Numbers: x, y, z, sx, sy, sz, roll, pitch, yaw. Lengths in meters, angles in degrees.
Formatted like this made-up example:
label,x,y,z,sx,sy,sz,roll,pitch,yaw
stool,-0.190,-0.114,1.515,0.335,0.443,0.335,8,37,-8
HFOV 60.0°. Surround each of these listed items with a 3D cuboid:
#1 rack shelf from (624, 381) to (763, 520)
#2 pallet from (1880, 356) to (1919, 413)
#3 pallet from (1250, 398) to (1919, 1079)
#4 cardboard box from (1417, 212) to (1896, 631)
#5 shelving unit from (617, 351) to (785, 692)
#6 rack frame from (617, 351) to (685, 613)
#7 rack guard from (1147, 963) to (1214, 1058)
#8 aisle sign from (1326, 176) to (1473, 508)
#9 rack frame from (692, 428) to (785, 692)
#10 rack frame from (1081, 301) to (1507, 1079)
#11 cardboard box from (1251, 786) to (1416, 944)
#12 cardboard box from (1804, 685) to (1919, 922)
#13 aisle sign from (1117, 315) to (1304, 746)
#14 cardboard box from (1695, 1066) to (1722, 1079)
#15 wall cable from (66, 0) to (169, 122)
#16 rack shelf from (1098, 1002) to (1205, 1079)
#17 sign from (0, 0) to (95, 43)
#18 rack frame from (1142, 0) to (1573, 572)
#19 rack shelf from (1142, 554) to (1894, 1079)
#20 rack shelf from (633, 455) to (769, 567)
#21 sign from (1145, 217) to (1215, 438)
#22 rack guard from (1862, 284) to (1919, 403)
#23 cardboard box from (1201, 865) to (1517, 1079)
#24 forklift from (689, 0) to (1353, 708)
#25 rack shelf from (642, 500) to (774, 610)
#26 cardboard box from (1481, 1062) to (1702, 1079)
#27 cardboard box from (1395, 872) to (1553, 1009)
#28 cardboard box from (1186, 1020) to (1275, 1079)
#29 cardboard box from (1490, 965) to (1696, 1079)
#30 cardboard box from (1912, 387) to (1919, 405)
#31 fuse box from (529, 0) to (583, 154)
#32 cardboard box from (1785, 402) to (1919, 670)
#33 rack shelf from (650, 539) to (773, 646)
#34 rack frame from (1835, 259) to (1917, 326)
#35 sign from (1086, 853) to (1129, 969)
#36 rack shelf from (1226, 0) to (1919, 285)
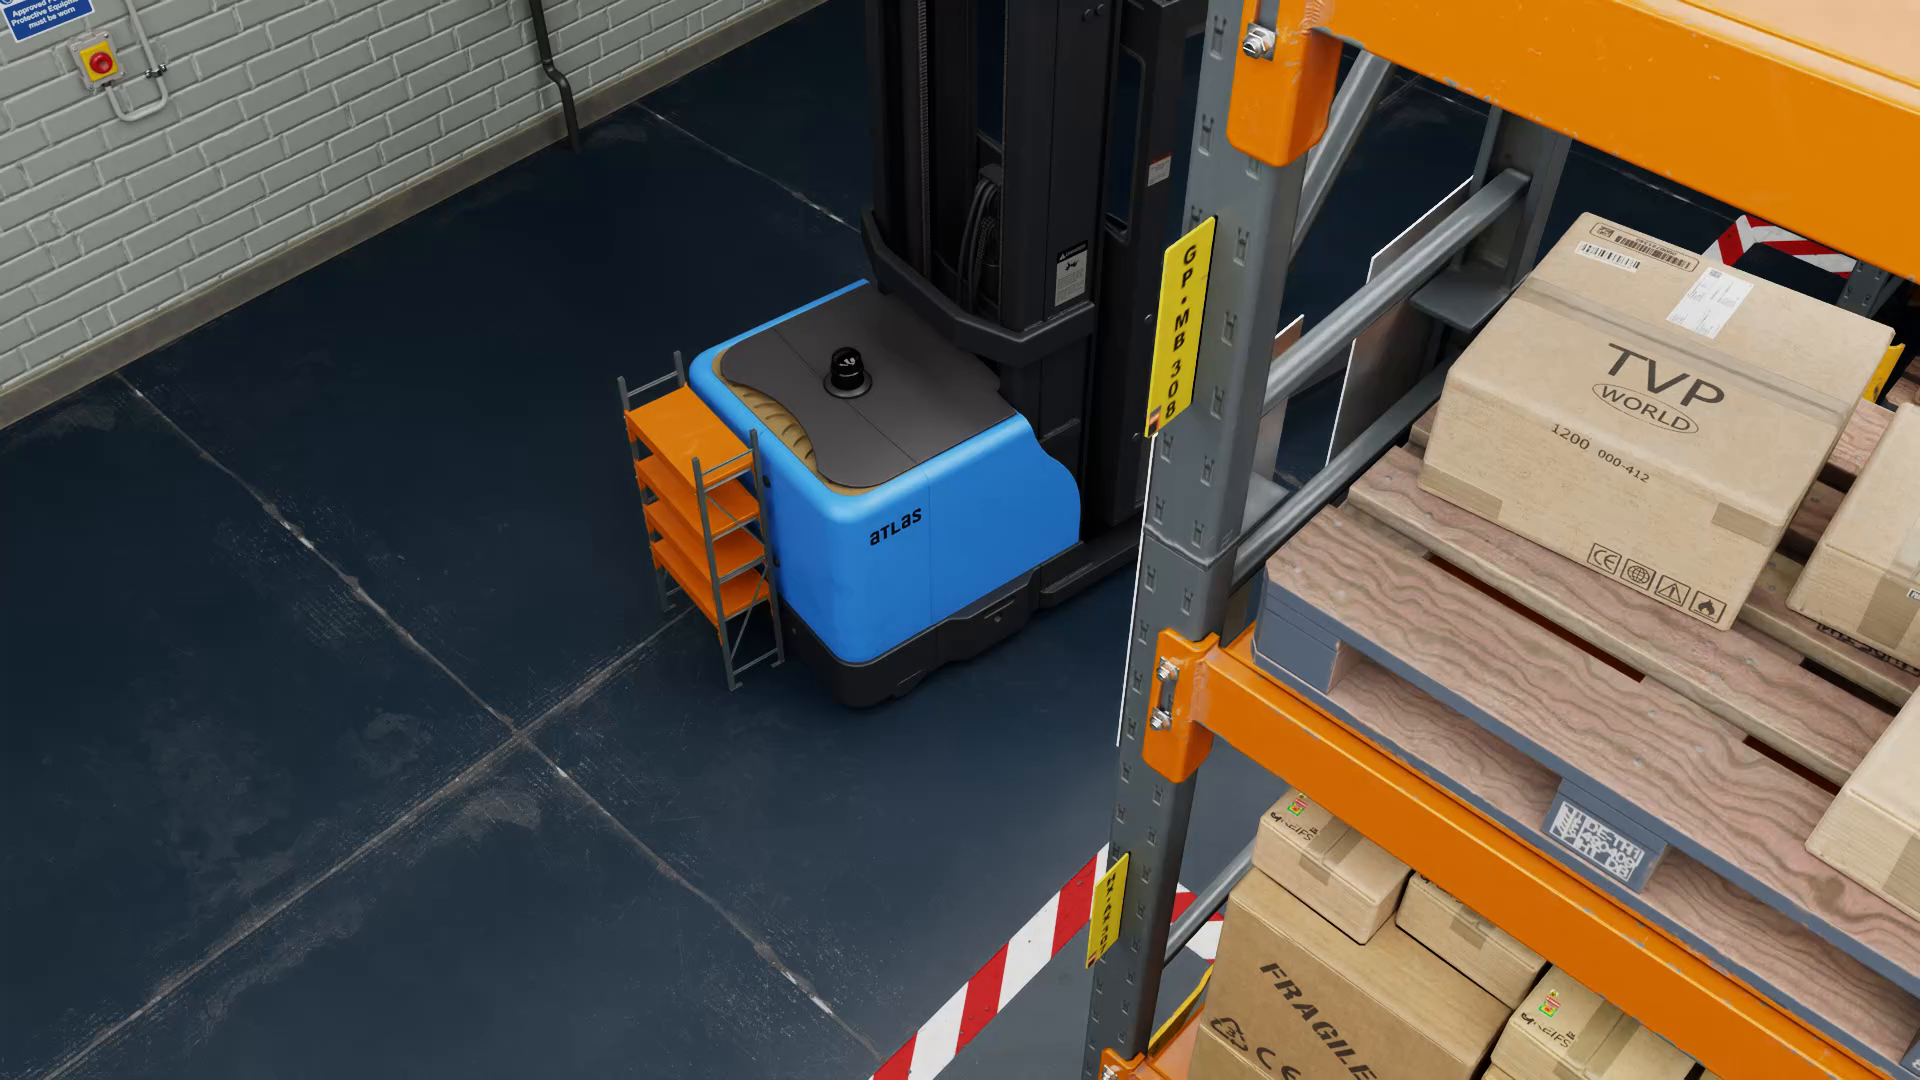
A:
label,x,y,z,sx,sy,sz,roll,pitch,yaw
rack shelf,-0.912,-0.311,5.680,0.258,0.148,0.480,-29,53,-24
pallet,4.682,-0.497,7.072,1.213,0.211,1.003,34,55,28
pallet,1.228,0.143,2.562,1.213,0.211,1.003,34,55,28
cardboard box,1.068,-0.201,2.570,0.500,0.250,0.500,29,53,25
shelving unit,-0.912,-0.042,5.966,0.258,1.200,0.503,-29,53,-24
rack frame,-1.059,-0.184,6.099,0.240,1.200,0.015,-29,53,-24
rack guard,0.658,1.622,4.884,0.348,0.500,1.175,34,55,28
aisle sign,0.833,-0.314,3.204,0.004,0.787,0.394,34,55,28
rack frame,-0.764,0.100,5.833,0.240,1.200,0.015,-29,53,-24
rack frame,0.676,0.778,3.962,0.127,3.000,1.000,34,55,28
cardboard box,0.749,0.503,3.020,0.250,0.149,0.380,35,56,28
cardboard box,1.319,0.320,2.150,0.250,0.149,0.380,36,56,29
aisle sign,0.426,0.008,2.902,0.004,0.787,0.394,34,55,28
cardboard box,1.309,0.905,2.643,0.250,0.149,0.380,32,55,27
wall cable,-3.484,-2.356,6.186,0.123,1.953,0.585,34,55,28
rack shelf,2.146,2.013,3.296,4.000,0.370,1.077,34,55,28
sign,-3.561,-2.094,6.474,0.001,0.218,0.327,34,55,28
rack frame,0.676,-1.276,1.775,0.127,3.000,1.000,34,55,28
rack shelf,2.146,0.986,2.202,4.000,0.370,1.077,34,55,28
rack shelf,-0.912,-0.149,5.852,0.258,0.148,0.480,-29,53,-24
sign,0.295,-0.281,2.245,0.005,0.325,0.100,34,55,28
rack guard,4.095,-0.990,7.336,0.348,0.500,1.175,34,55,28
cardboard box,0.835,0.791,3.195,0.500,0.500,0.500,33,55,27
forklift,0.503,-1.281,5.942,3.031,2.935,1.130,-29,53,-24
rack shelf,-0.912,0.004,6.015,0.258,0.148,0.480,-29,53,-24
cardboard box,1.220,1.043,2.959,0.500,0.500,0.500,32,55,27
cardboard box,0.990,0.595,2.935,0.250,0.149,0.380,35,56,28
cardboard box,0.834,1.135,3.558,0.500,0.500,0.500,34,55,27
cardboard box,1.103,0.785,2.756,0.250,0.149,0.380,36,56,29
cardboard box,4.425,-0.819,6.886,0.637,0.503,0.797,32,54,26
fuse box,-1.952,-2.610,8.027,0.414,1.711,0.539,34,55,28
cardboard box,1.430,-0.002,2.452,0.250,0.149,0.380,30,54,25
rack shelf,-0.912,0.140,6.160,0.258,0.148,0.480,-29,53,-24
rack frame,4.040,-1.883,6.460,0.127,3.000,1.000,34,55,28
sign,0.295,0.749,3.341,0.005,0.325,0.100,34,55,28
rack shelf,2.146,0.097,1.255,4.000,0.370,1.077,34,55,28
